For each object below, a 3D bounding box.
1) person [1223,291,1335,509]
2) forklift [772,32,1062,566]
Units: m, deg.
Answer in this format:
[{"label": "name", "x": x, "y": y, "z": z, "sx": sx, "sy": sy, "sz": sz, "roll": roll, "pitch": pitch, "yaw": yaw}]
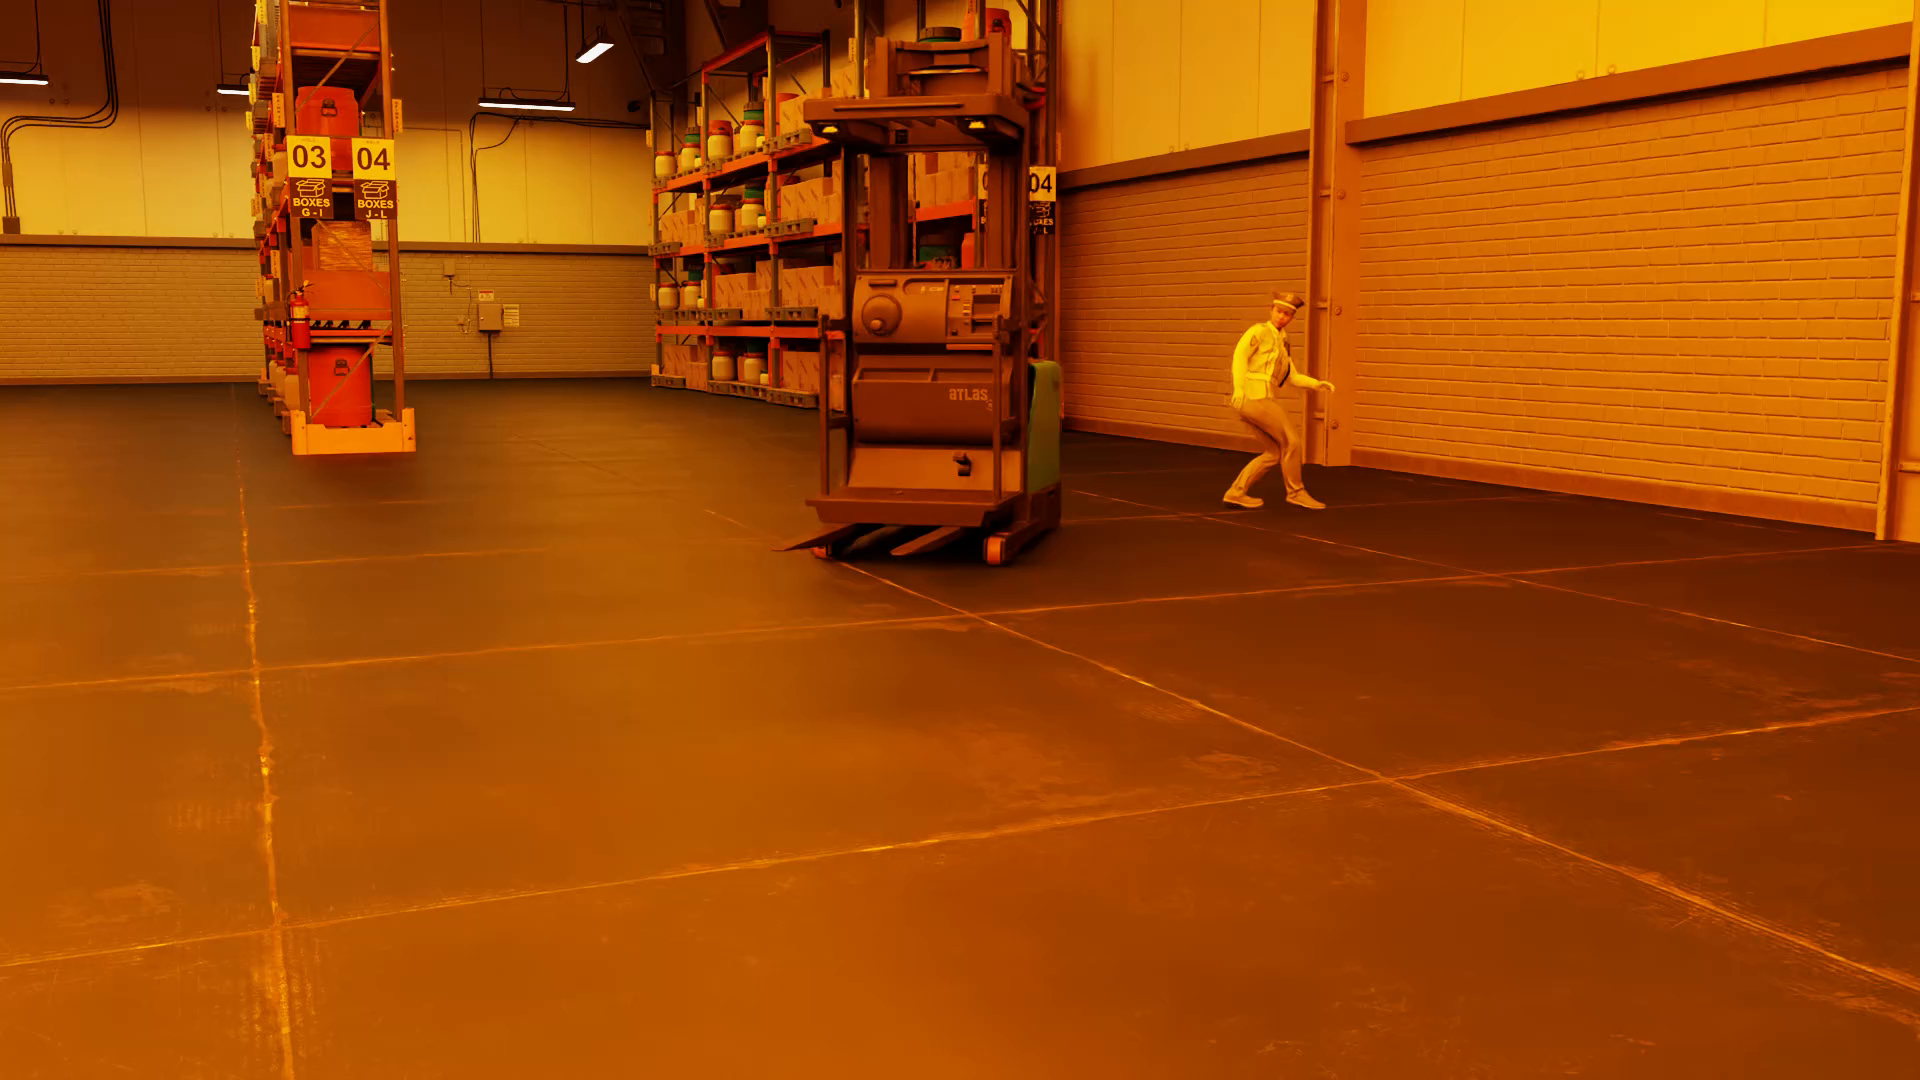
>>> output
[{"label": "person", "x": 2.247, "y": -0.967, "z": 11.685, "sx": 0.753, "sy": 1.553, "sz": 0.722, "roll": 2, "pitch": 8, "yaw": 13}, {"label": "forklift", "x": -0.209, "y": -1.365, "z": 9.295, "sx": 1.130, "sy": 2.935, "sz": 3.031, "roll": 2, "pitch": 8, "yaw": 14}]
